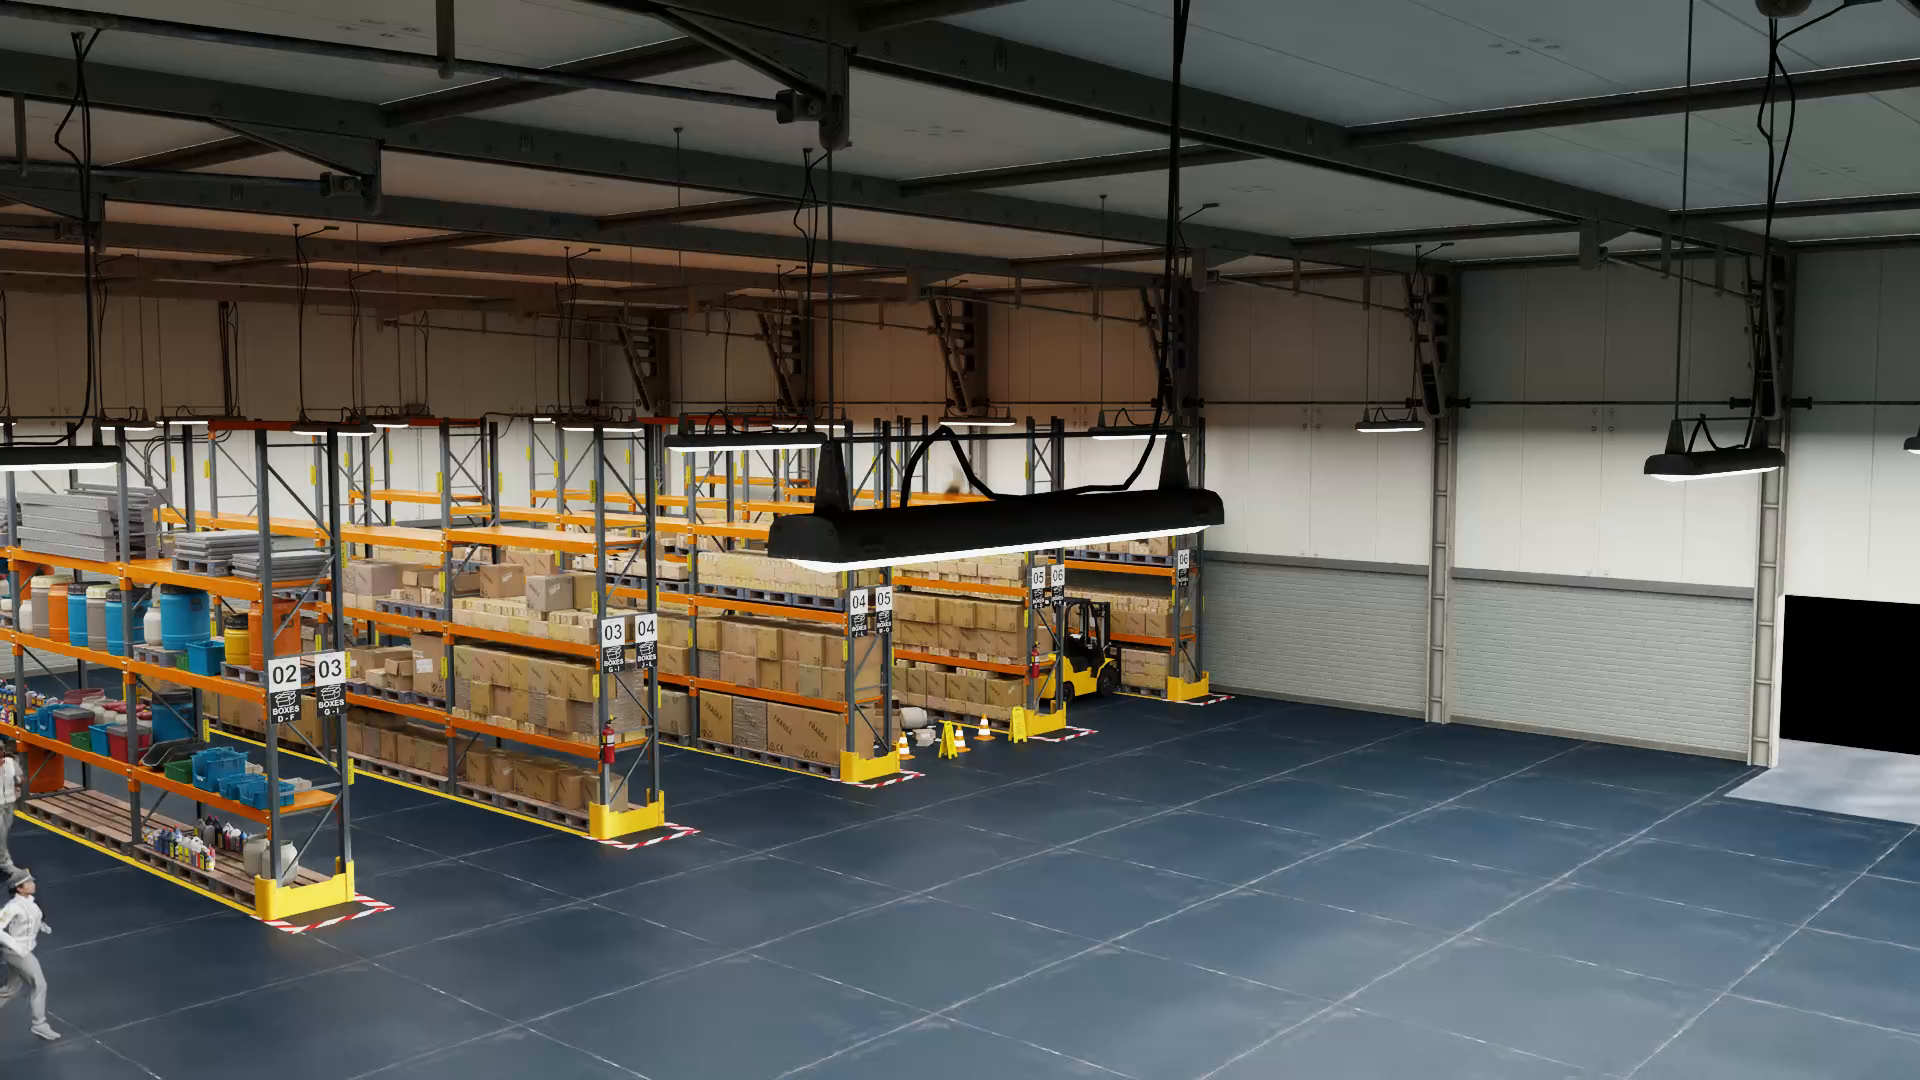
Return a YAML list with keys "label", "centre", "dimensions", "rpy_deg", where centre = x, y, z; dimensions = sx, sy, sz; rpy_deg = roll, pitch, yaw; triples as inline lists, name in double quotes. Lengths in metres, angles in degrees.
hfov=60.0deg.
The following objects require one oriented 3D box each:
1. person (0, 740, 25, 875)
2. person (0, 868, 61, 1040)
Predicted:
- label: "person"
  centre: [-12.926, 3.549, 22.366]
  dimensions: [0.986, 1.777, 0.679]
  rpy_deg: [3, 5, 28]
- label: "person"
  centre: [-9.371, 4.118, 16.497]
  dimensions: [0.763, 1.749, 0.625]
  rpy_deg: [-2, 5, -21]
